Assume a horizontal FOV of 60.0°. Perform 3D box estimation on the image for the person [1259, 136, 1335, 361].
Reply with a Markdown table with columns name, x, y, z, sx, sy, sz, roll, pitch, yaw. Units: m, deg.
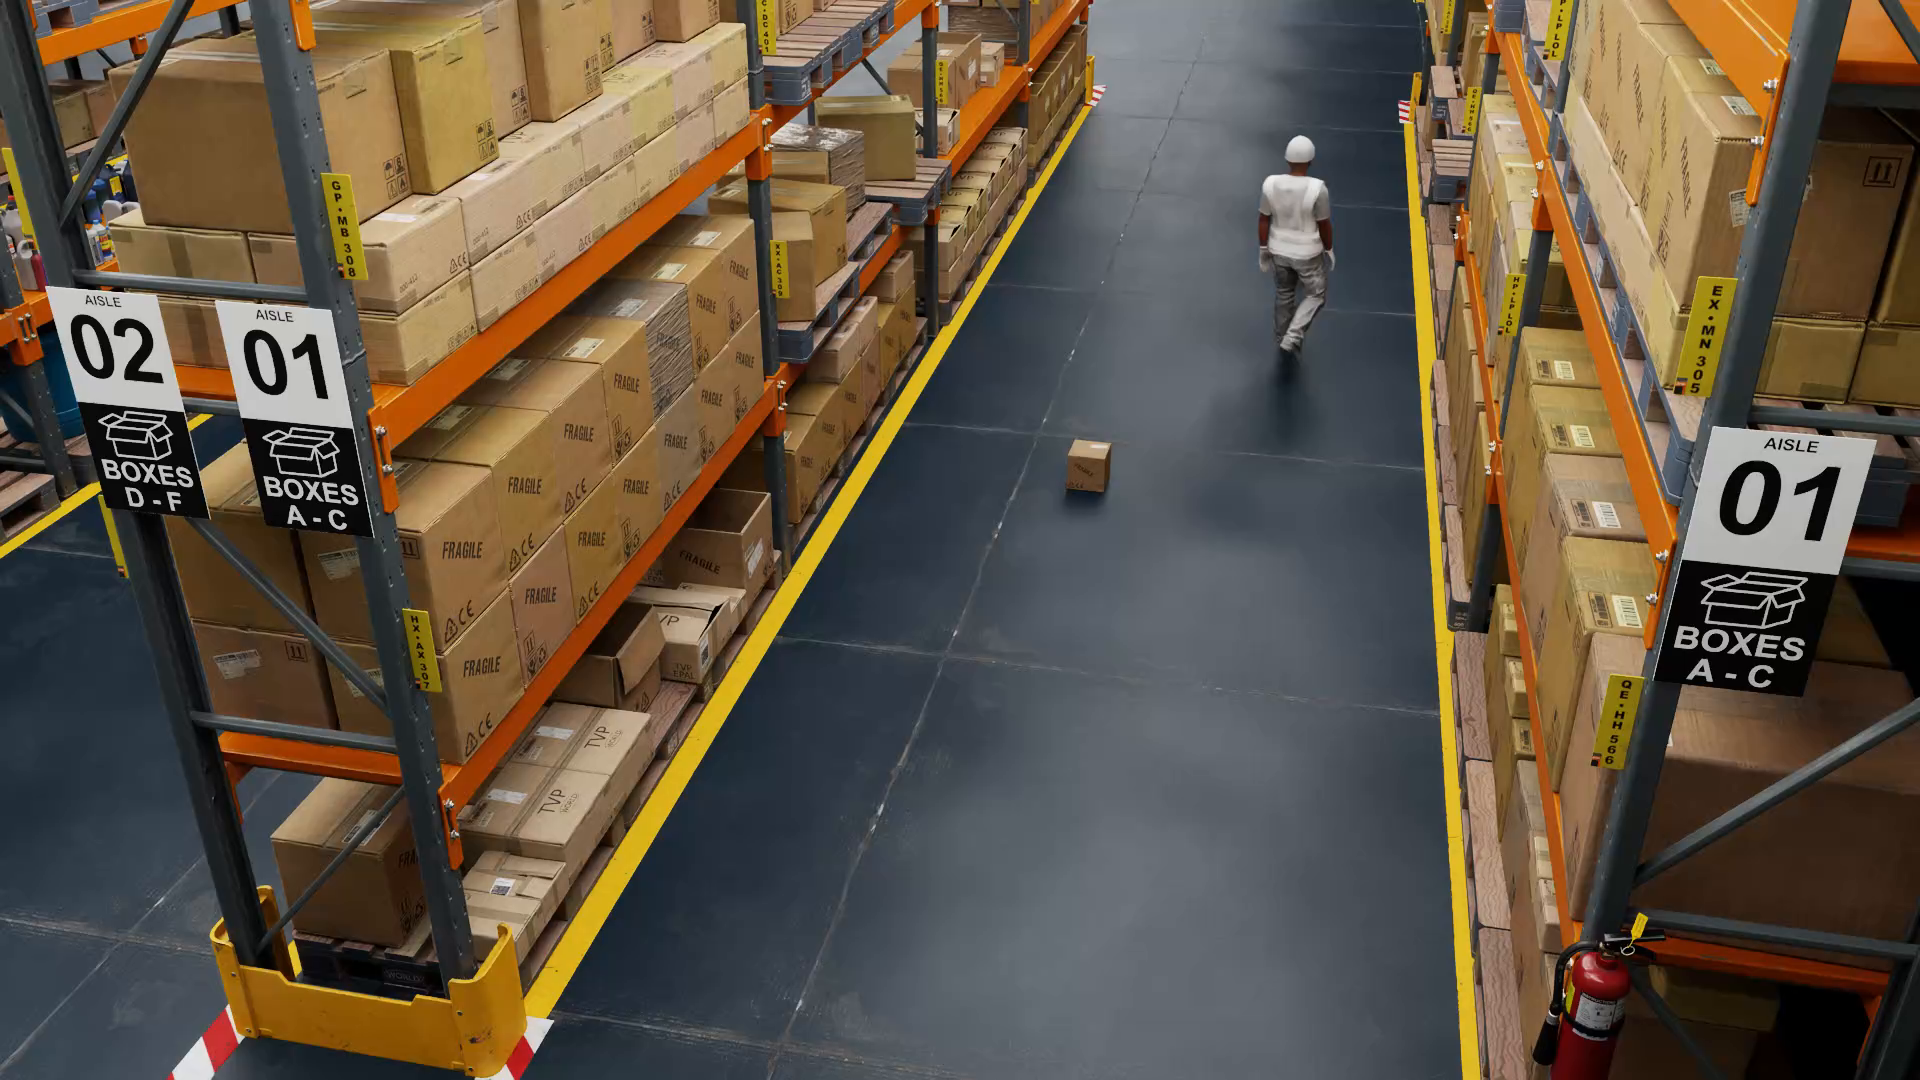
| name | x | y | z | sx | sy | sz | roll | pitch | yaw |
| --- | --- | --- | --- | --- | --- | --- | --- | --- | --- |
| person | 2.572 | -2.208 | 12.639 | 0.572 | 1.768 | 0.804 | 20 | 34 | 32 |
